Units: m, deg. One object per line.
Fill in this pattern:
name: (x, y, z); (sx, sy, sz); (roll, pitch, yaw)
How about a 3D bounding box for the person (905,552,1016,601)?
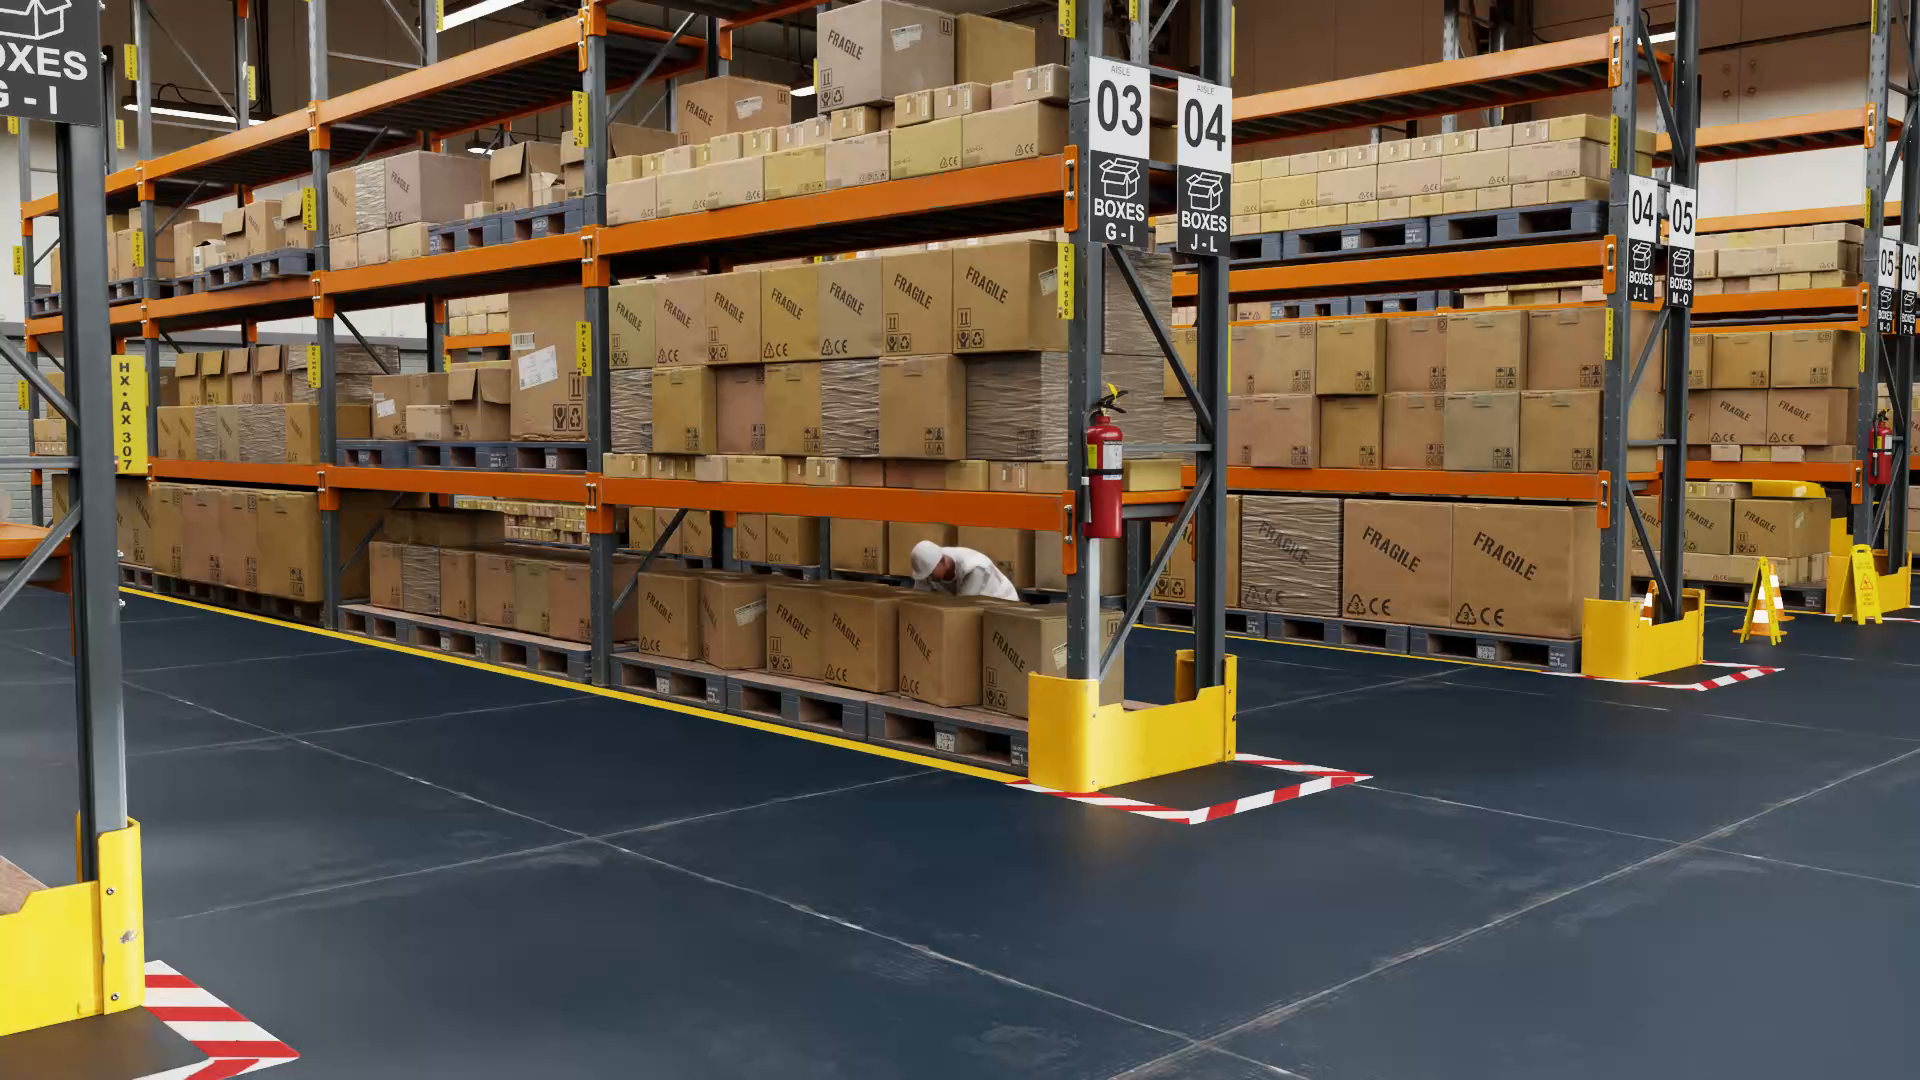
person: (-0.015, 0.495, 10.969); (0.928, 0.877, 0.575); (-4, 5, -44)
